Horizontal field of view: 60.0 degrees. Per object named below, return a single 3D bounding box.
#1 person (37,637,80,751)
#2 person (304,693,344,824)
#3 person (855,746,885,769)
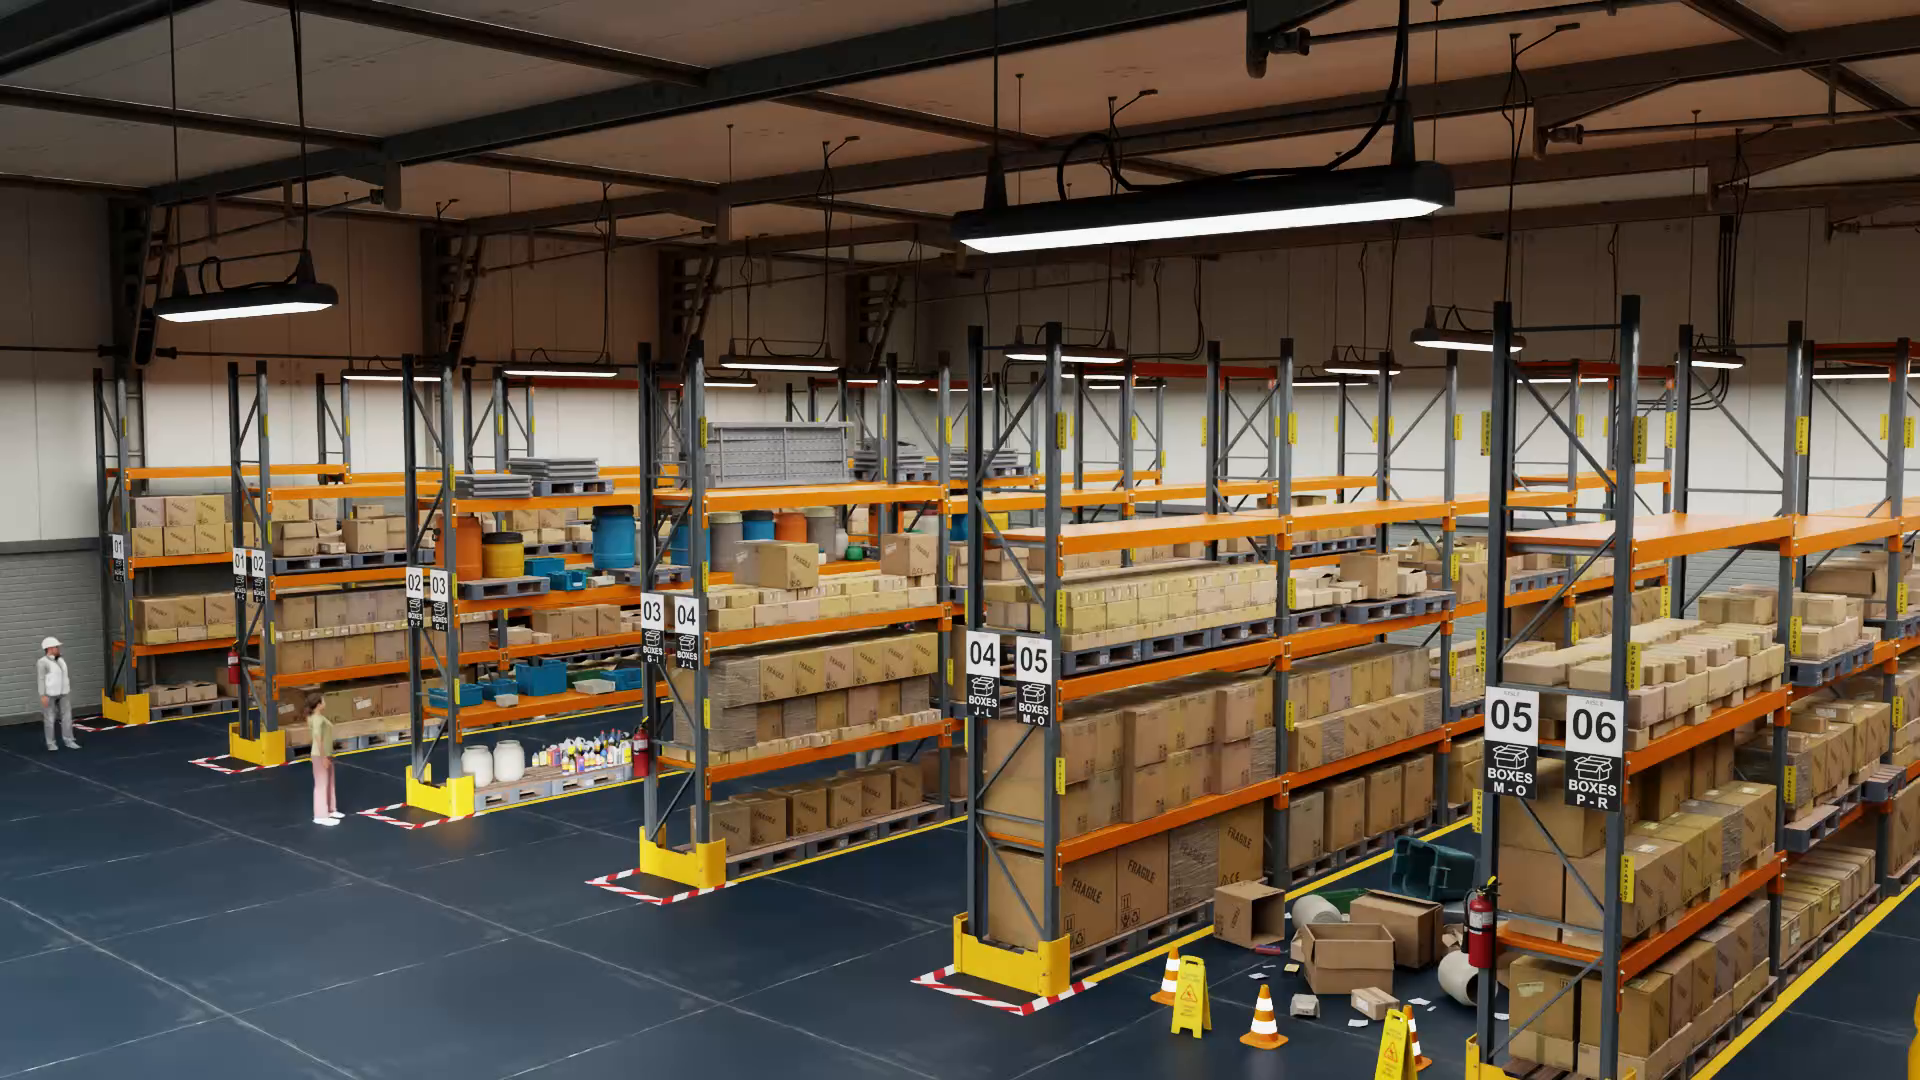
[{"bbox_3d":[-14.044,2.388,25.799,0.416,1.777,0.578,2,5,29],"label":"person"},{"bbox_3d":[-8.130,2.777,21.243,0.427,1.684,0.473,-1,4,-8],"label":"person"},{"bbox_3d":[-1.273,2.578,23.117,0.653,1.791,0.463,0,4,5],"label":"person"}]
